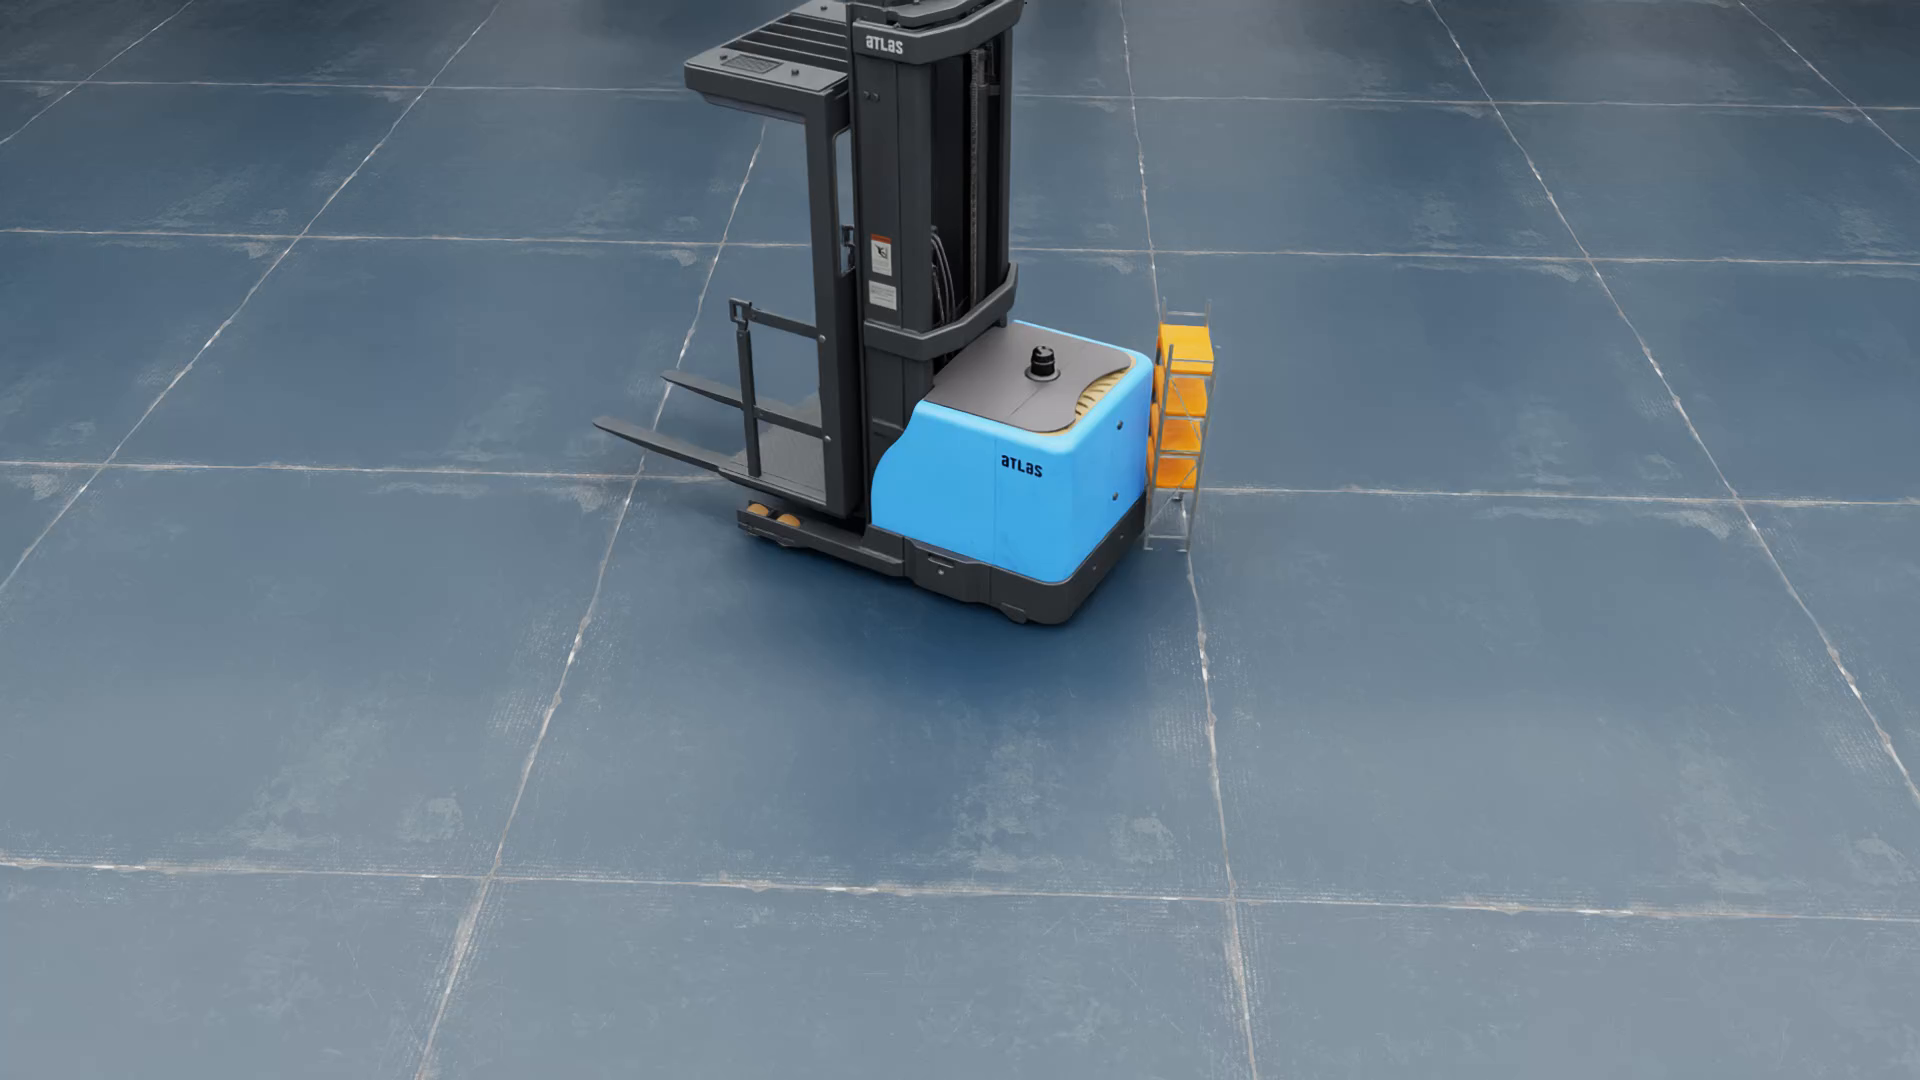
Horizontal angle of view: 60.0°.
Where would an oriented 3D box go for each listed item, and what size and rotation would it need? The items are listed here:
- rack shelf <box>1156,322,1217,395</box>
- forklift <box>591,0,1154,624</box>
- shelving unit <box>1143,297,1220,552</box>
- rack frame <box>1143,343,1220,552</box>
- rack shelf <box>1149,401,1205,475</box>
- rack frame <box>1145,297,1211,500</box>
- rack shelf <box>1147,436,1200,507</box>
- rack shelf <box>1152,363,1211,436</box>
[{"bbox_3d":[1.118,-0.897,8.237,0.258,0.148,0.480,3,35,0],"label":"rack shelf"},{"bbox_3d":[-0.575,-1.407,8.149,3.031,2.935,1.130,18,39,24],"label":"forklift"},{"bbox_3d":[1.102,-0.577,8.463,0.258,1.200,0.503,3,35,0],"label":"shelving unit"},{"bbox_3d":[1.093,-0.436,8.264,0.240,1.200,0.015,3,35,0],"label":"rack frame"},{"bbox_3d":[1.099,-0.522,8.502,0.258,0.148,0.480,3,35,0],"label":"rack shelf"},{"bbox_3d":[1.111,-0.717,8.662,0.240,1.200,0.015,3,35,0],"label":"rack frame"},{"bbox_3d":[1.091,-0.360,8.616,0.258,0.148,0.480,3,35,0],"label":"rack shelf"},{"bbox_3d":[1.108,-0.704,8.373,0.258,0.148,0.480,3,35,0],"label":"rack shelf"}]
